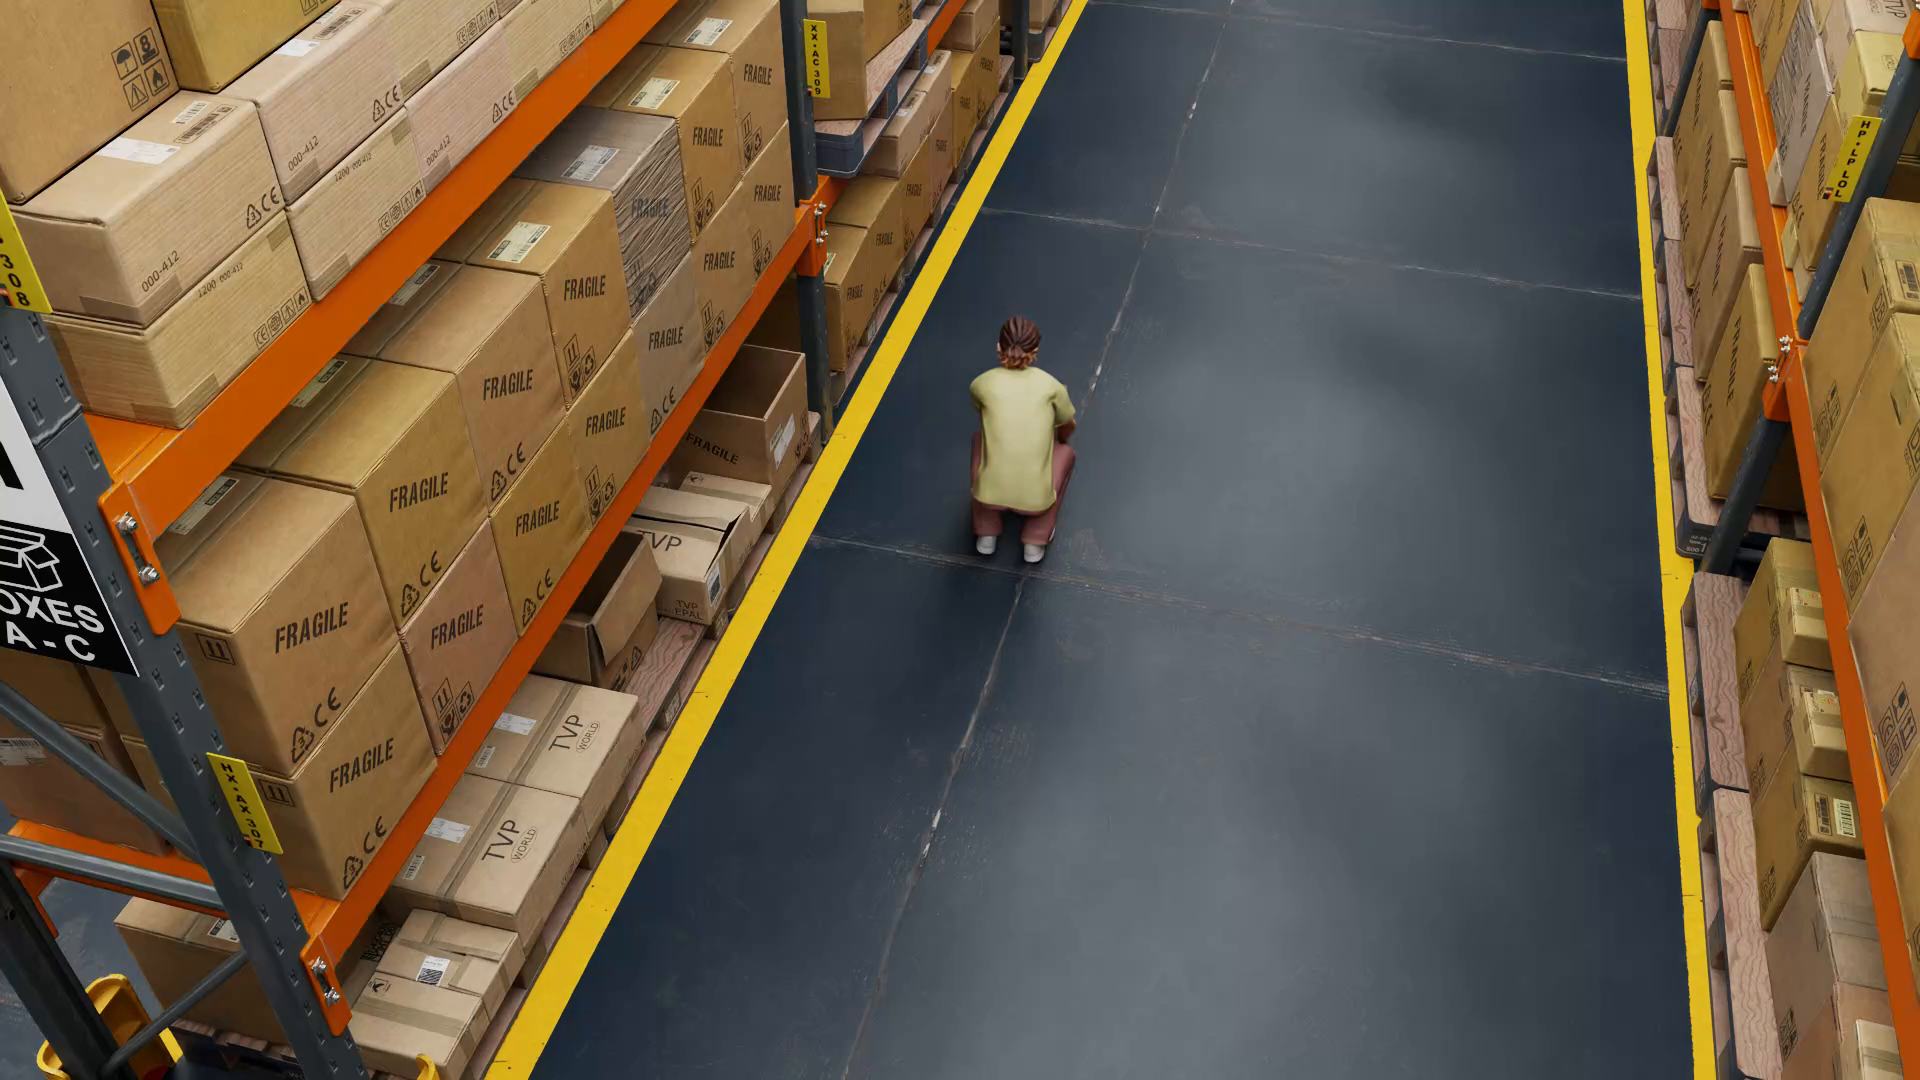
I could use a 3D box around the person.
[{"bbox_3d":[0.260,-0.451,7.243,0.472,0.938,0.804,7,42,8],"label":"person"}]
